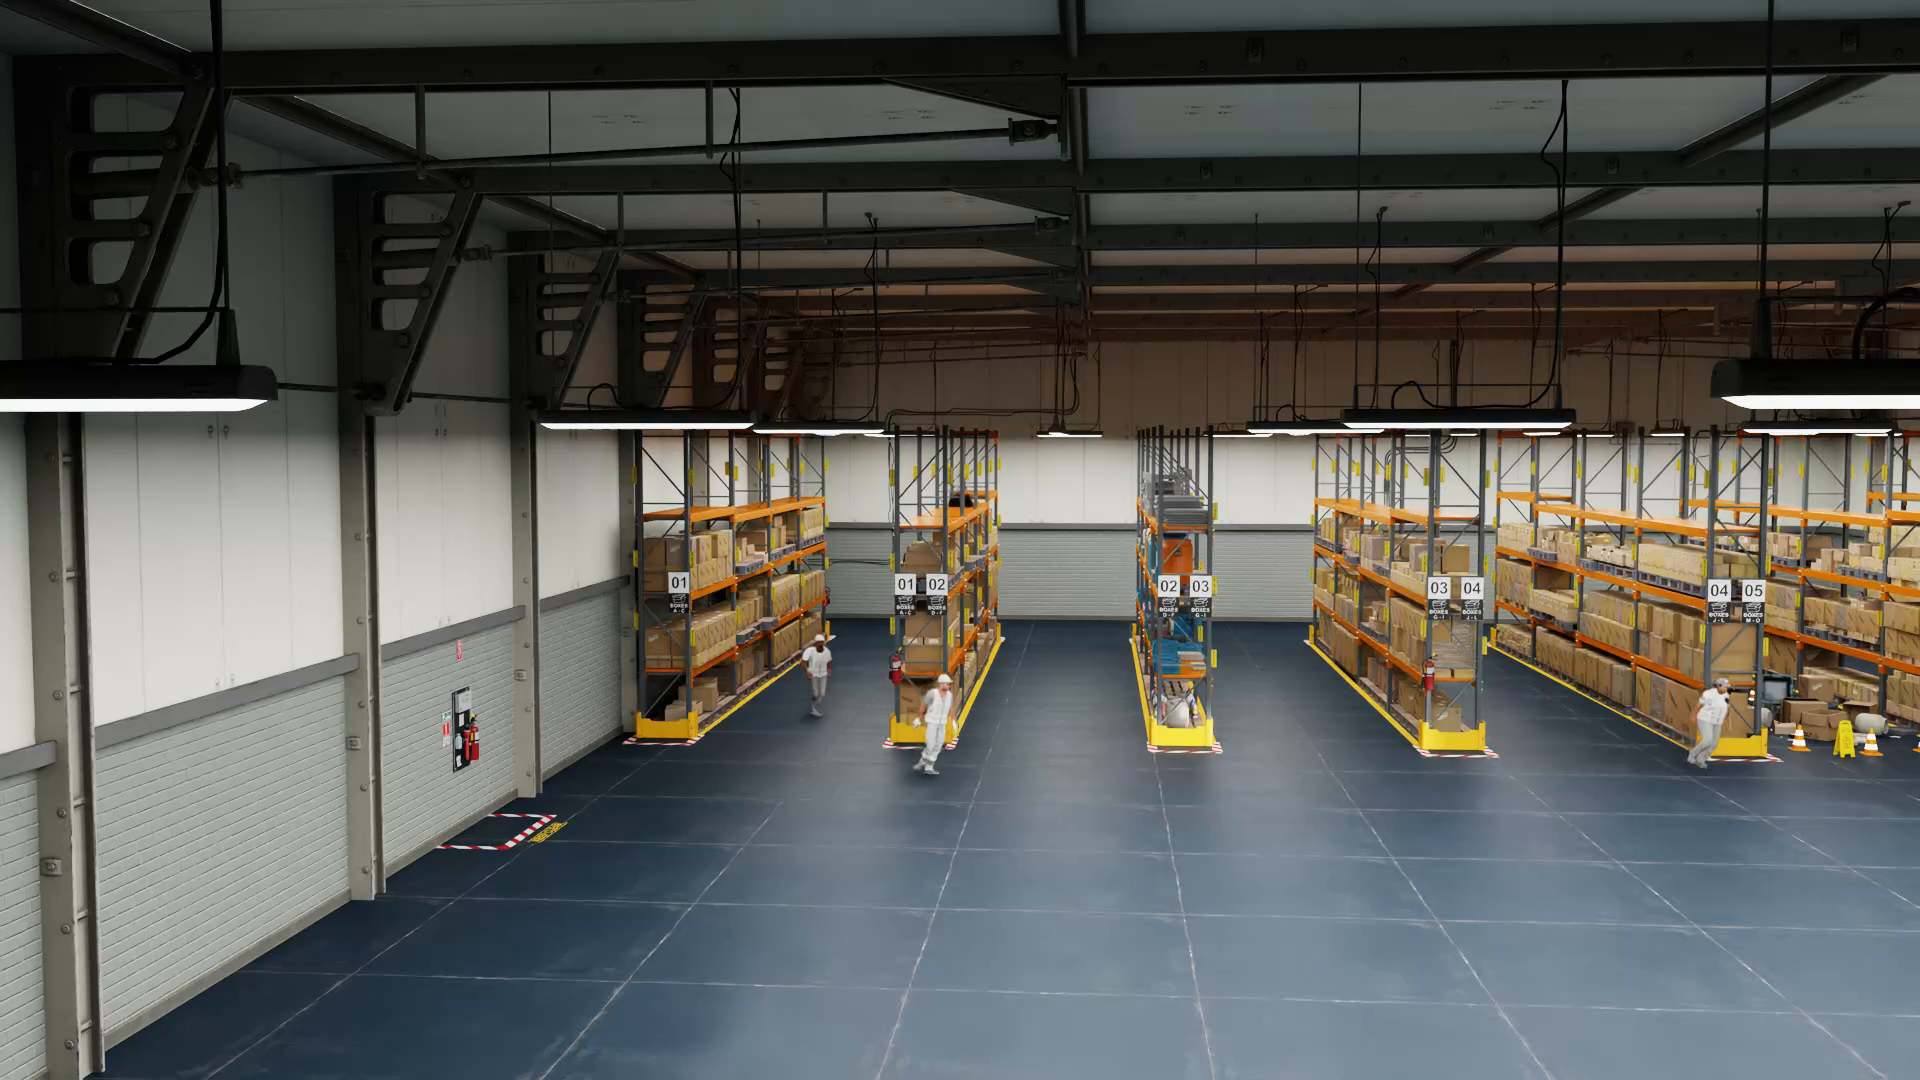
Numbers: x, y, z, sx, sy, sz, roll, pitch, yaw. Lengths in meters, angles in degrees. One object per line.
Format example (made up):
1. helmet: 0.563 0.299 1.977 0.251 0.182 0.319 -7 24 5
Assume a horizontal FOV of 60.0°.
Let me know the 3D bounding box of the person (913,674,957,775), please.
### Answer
1. person: -0.416 3.149 28.375 0.696 1.745 0.592 -2 4 -34

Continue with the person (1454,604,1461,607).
1. person: 13.872 2.110 46.319 0.694 1.739 0.673 1 4 12

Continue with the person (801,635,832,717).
1. person: -2.977 2.801 34.538 0.699 1.702 0.589 -1 4 -22

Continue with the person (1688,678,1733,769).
1. person: 13.067 3.189 28.916 0.638 1.623 0.623 -1 4 -19
